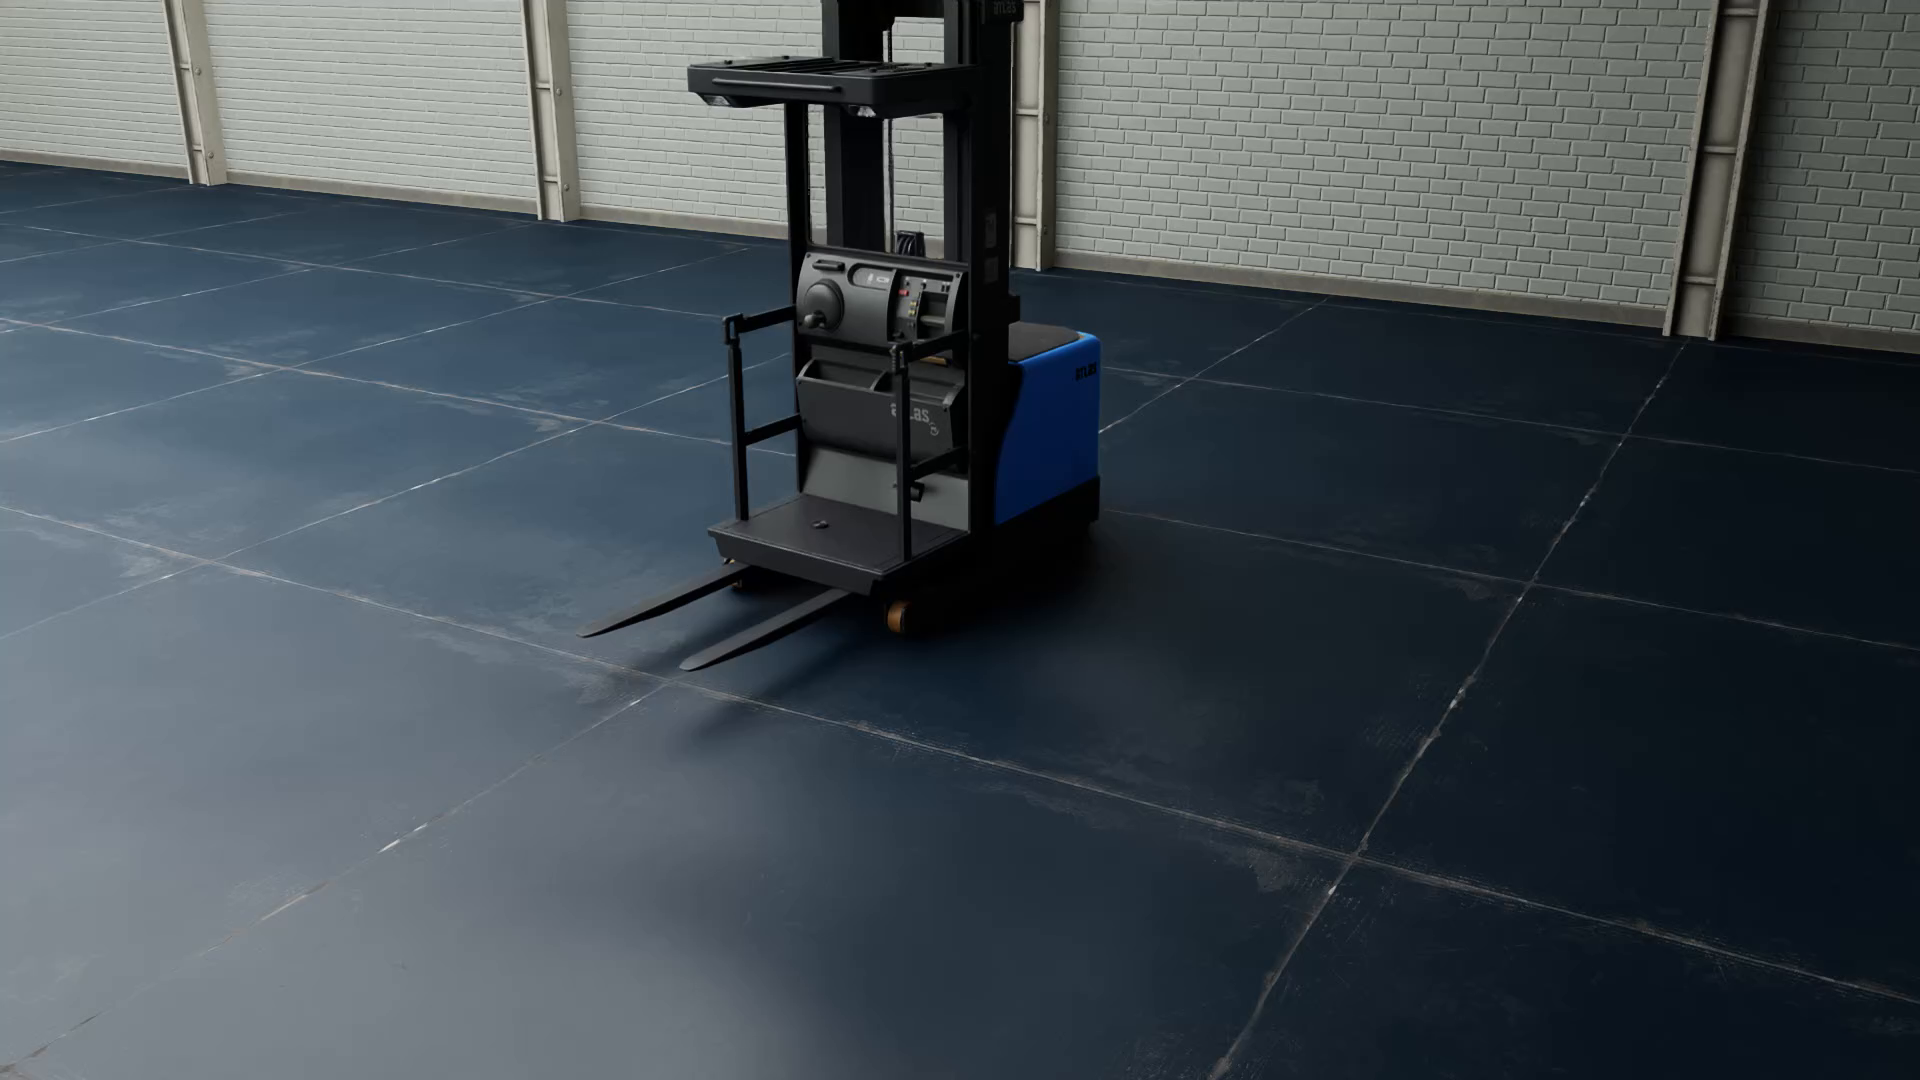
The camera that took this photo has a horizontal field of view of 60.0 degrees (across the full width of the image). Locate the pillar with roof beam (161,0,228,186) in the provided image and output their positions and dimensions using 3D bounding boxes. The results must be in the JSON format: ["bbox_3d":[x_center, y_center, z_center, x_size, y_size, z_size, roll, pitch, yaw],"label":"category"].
[{"bbox_3d":[-11.896,-7.608,16.643,0.400,9.000,9.100,11,23,27],"label":"pillar with roof beam"}]

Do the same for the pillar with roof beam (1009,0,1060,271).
[{"bbox_3d":[-1.419,-5.613,11.141,0.400,9.000,9.100,11,23,27],"label":"pillar with roof beam"}]

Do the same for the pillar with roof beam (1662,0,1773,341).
[{"bbox_3d":[3.819,-4.615,8.391,0.400,9.000,9.100,11,23,27],"label":"pillar with roof beam"}]

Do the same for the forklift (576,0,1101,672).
[{"bbox_3d":[-0.505,-1.125,7.668,1.130,2.935,3.031,13,24,33],"label":"forklift"}]

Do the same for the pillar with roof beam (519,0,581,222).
[{"bbox_3d":[-6.658,-6.610,13.892,0.400,9.000,9.100,11,23,27],"label":"pillar with roof beam"}]
